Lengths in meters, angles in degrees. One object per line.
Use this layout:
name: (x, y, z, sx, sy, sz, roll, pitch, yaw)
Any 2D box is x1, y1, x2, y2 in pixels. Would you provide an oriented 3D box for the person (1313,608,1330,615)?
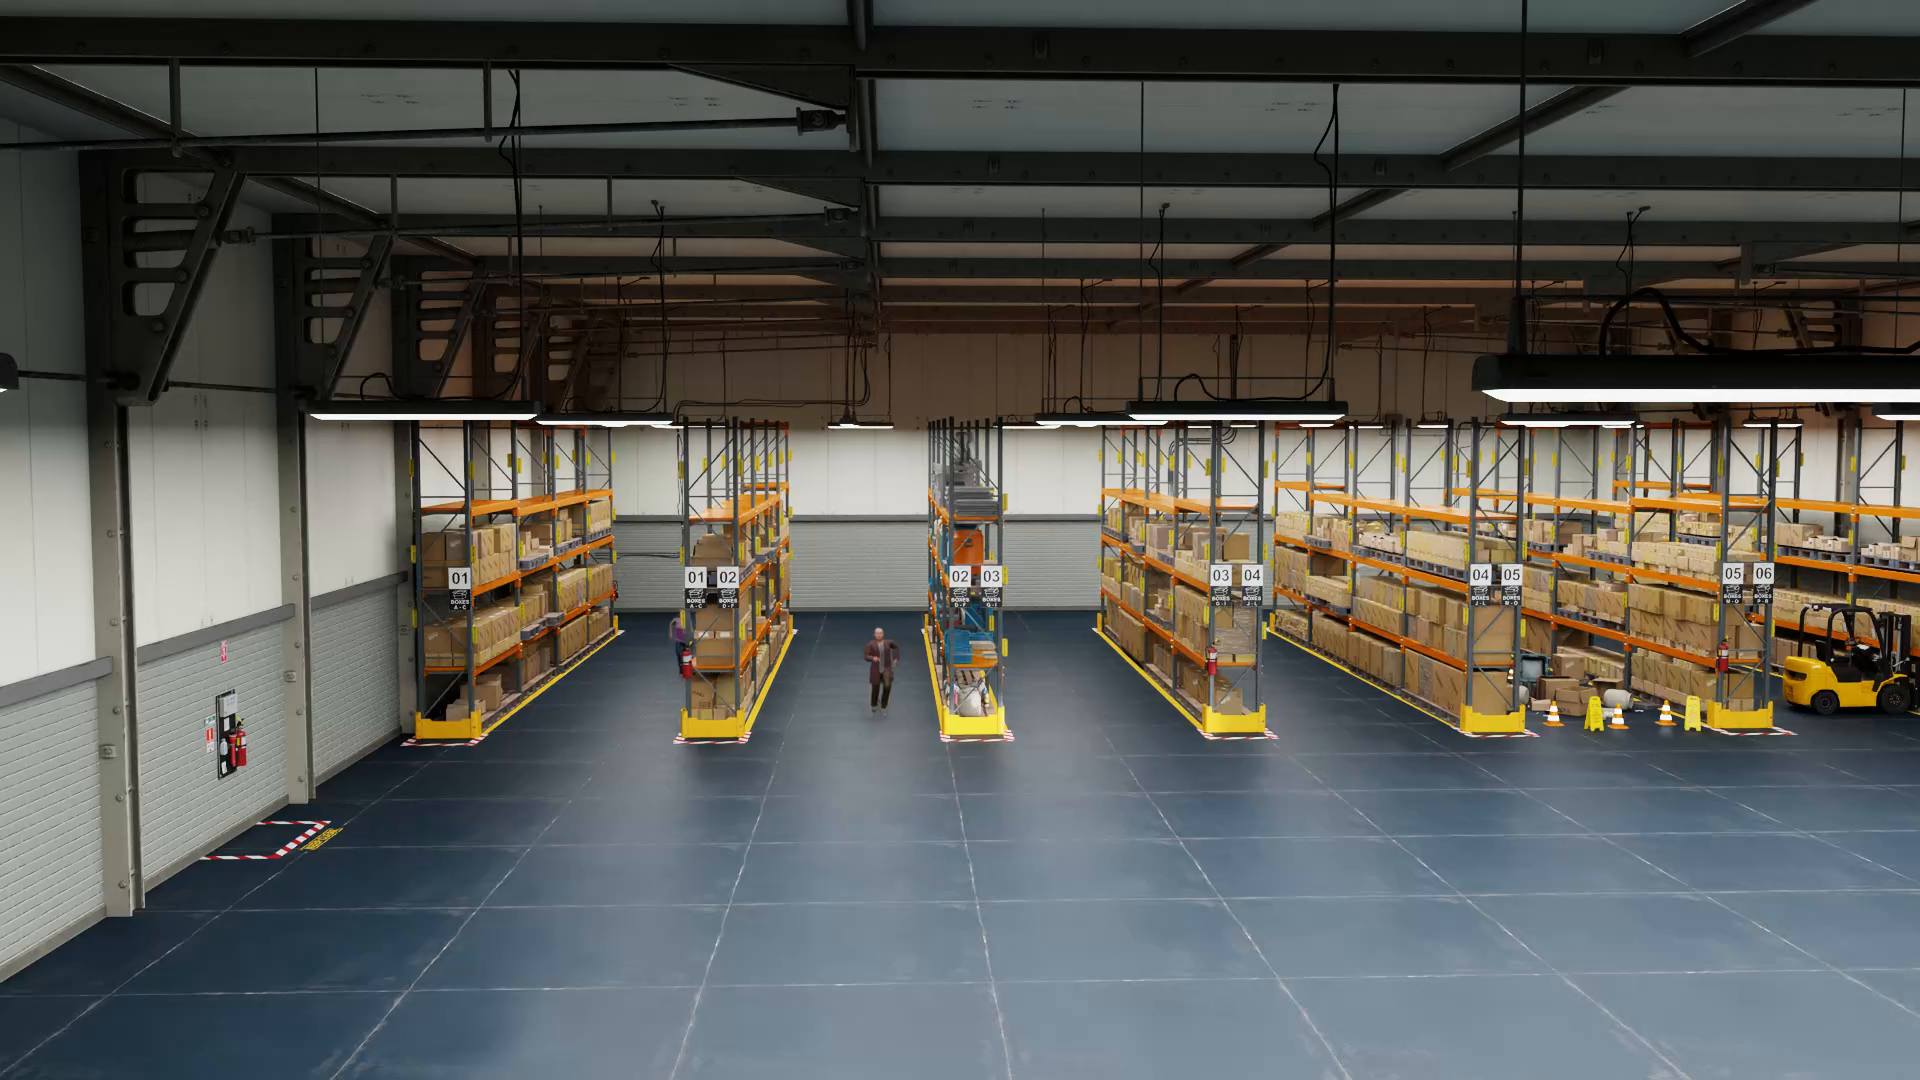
person: (10.666, 1.642, 49.204, 0.795, 1.751, 0.664, -1, 4, -13)

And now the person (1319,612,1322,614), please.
person: (10.640, 1.713, 49.683, 0.561, 1.541, 0.528, -2, 4, -27)

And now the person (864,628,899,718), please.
person: (-1.579, 2.663, 33.431, 0.726, 1.784, 0.948, 0, 4, -7)

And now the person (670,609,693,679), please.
person: (-6.493, 2.399, 38.806, 0.556, 1.620, 0.793, 0, 4, -6)
